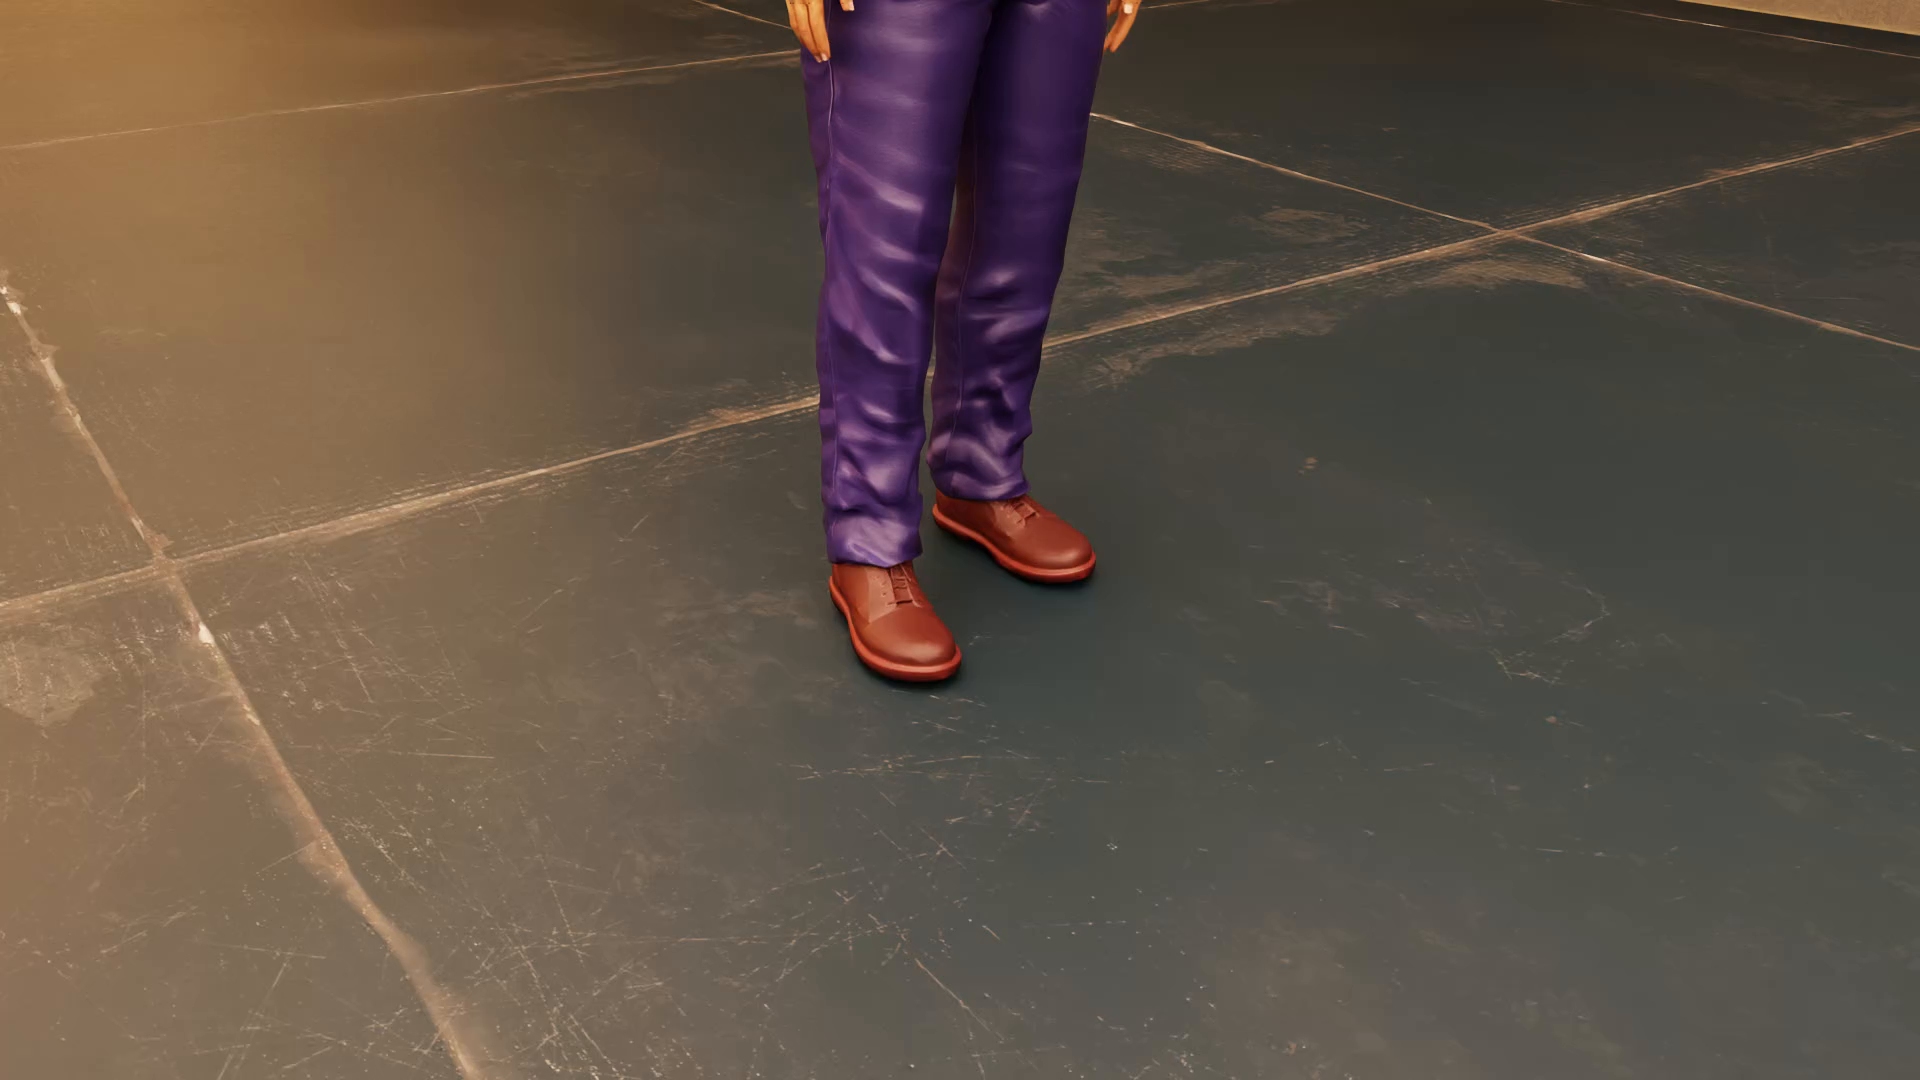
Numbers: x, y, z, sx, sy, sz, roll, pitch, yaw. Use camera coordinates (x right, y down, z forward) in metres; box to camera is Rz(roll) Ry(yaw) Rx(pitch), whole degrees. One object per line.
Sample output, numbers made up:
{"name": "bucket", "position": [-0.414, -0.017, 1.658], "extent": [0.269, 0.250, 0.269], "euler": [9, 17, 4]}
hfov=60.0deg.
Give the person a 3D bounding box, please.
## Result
{"name": "person", "position": [0.032, -0.705, 2.050], "extent": [0.598, 1.651, 0.503], "euler": [-17, 31, -31]}
